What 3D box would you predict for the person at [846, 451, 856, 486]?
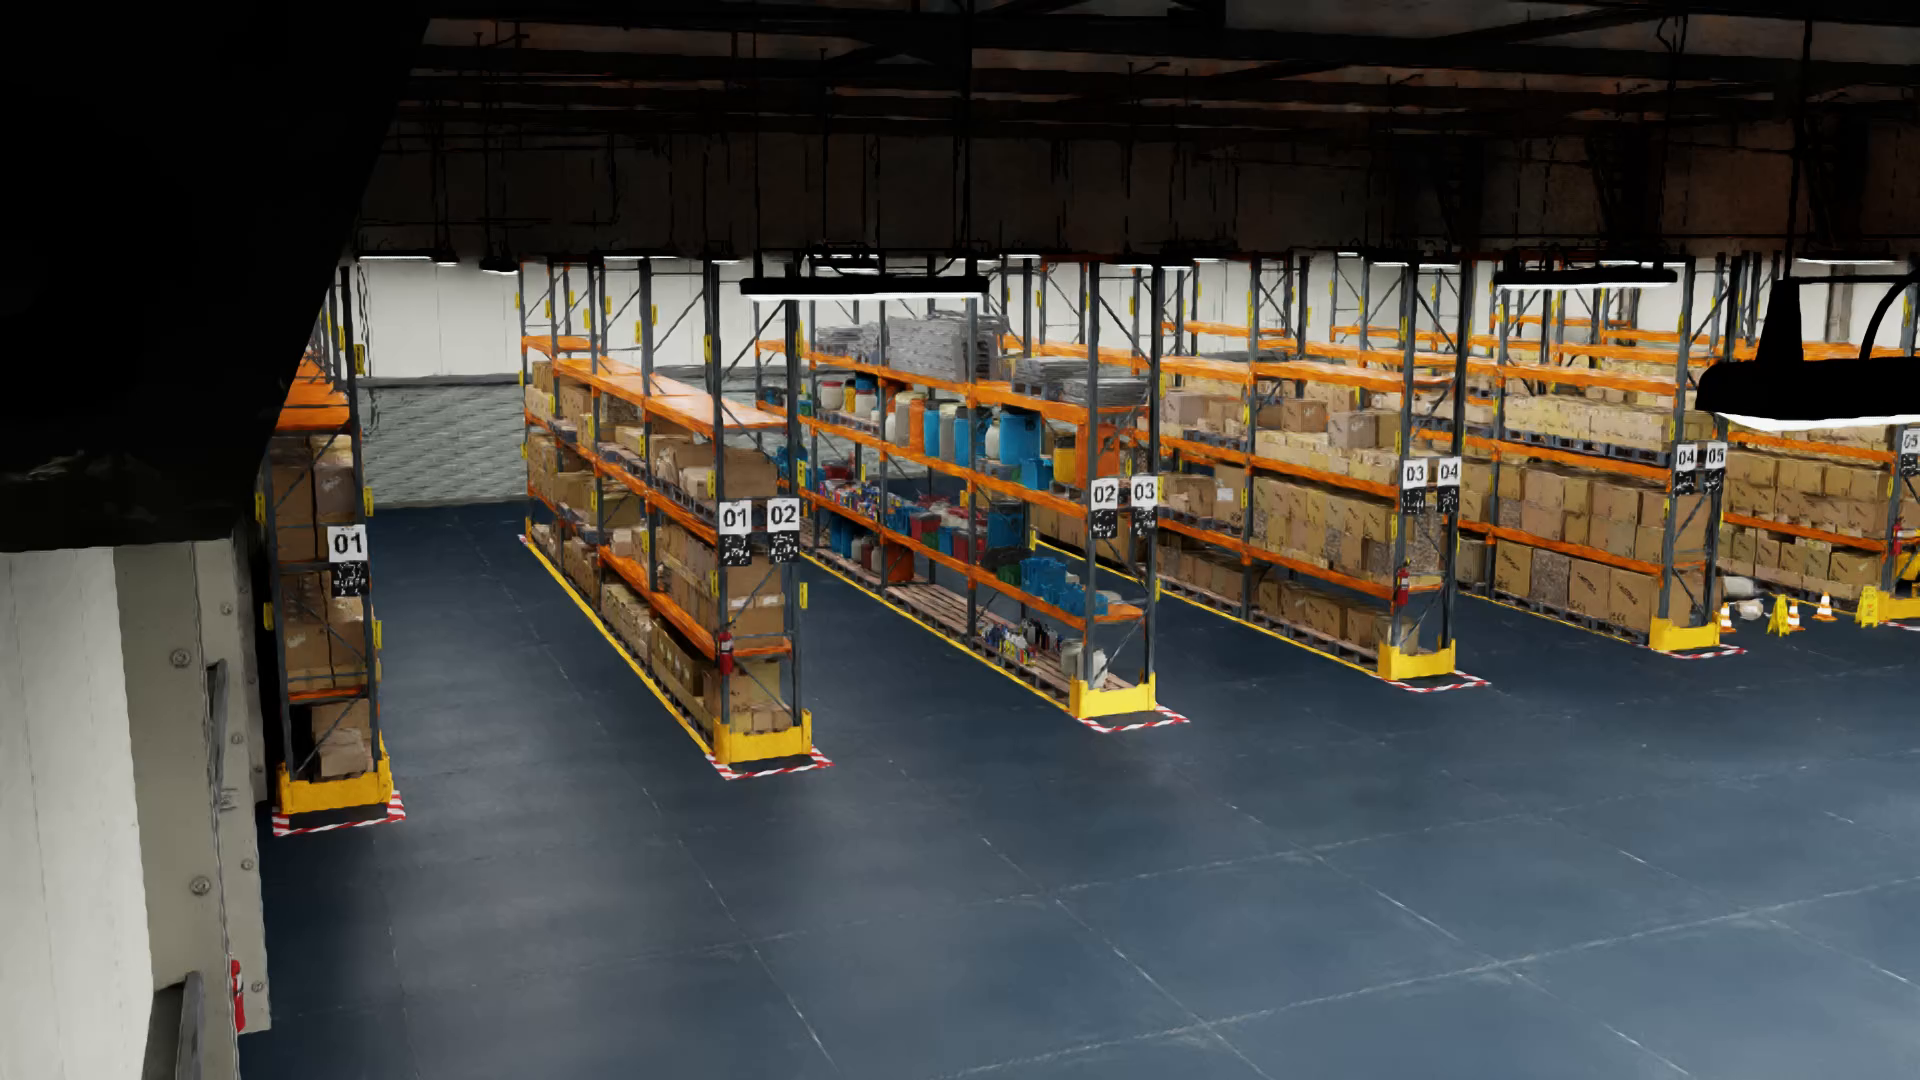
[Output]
[{"bbox_3d":[-2.347,-1.105,36.252,0.598,1.698,1.193,-4,11,-20],"label":"person"}]
